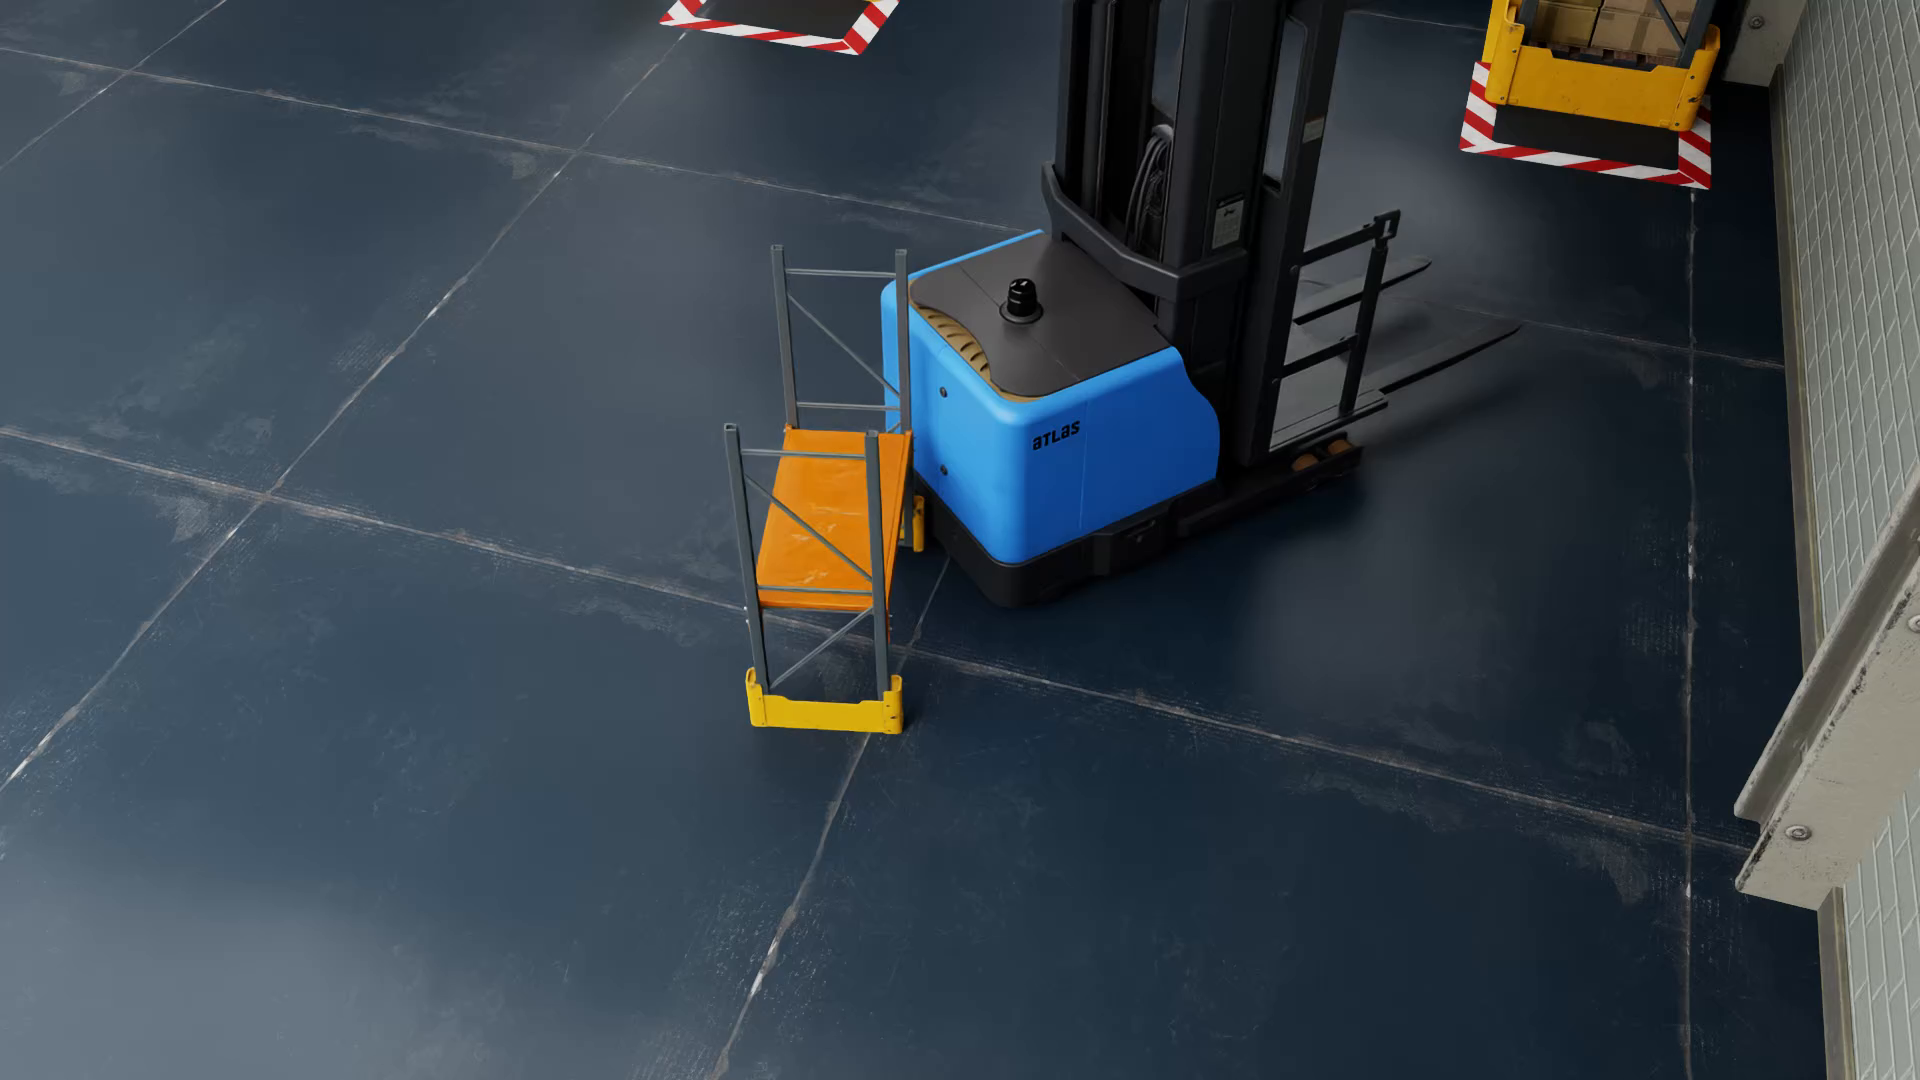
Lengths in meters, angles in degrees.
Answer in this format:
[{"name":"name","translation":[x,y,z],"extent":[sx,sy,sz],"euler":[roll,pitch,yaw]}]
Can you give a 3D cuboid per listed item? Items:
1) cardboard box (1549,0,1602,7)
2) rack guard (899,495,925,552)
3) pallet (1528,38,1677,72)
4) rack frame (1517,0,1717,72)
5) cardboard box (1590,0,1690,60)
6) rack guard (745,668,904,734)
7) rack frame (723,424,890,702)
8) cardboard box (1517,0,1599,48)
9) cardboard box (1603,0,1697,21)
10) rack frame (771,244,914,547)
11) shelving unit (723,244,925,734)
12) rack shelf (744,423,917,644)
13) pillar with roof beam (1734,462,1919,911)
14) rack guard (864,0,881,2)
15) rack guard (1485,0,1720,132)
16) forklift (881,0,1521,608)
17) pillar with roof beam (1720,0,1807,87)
[{"name":"cardboard box","translation":[3.548,-3.394,9.781],"extent":[0.500,0.250,0.500],"euler":[12,46,12]},{"name":"rack guard","translation":[-0.443,-0.080,7.052],"extent":[0.587,0.250,0.087],"euler":[3,44,3]},{"name":"pallet","translation":[3.890,-3.180,10.247],"extent":[1.003,0.211,1.213],"euler":[13,46,13]},{"name":"rack frame","translation":[3.698,-3.658,8.742],"extent":[1.000,3.000,0.127],"euler":[13,46,13]},{"name":"cardboard box","translation":[4.034,-3.111,9.849],"extent":[0.500,0.250,0.500],"euler":[13,46,13]},{"name":"rack guard","translation":[-0.513,0.614,6.342],"extent":[0.587,0.250,0.087],"euler":[3,44,3]},{"name":"rack frame","translation":[-0.514,0.181,5.891],"extent":[0.500,1.500,0.032],"euler":[3,44,3]},{"name":"cardboard box","translation":[3.540,-3.205,9.946],"extent":[0.500,0.250,0.500],"euler":[13,46,13]},{"name":"cardboard box","translation":[4.039,-3.273,9.658],"extent":[0.500,0.250,0.500],"euler":[13,46,13]},{"name":"rack frame","translation":[-0.443,-0.528,6.616],"extent":[0.500,1.500,0.032],"euler":[3,44,3]},{"name":"shelving unit","translation":[-0.478,-0.180,6.260],"extent":[0.587,1.500,1.083],"euler":[3,44,3]},{"name":"rack shelf","translation":[-0.479,-0.045,6.380],"extent":[0.538,0.185,1.000],"euler":[3,44,3]},{"name":"pillar with roof beam","translation":[-1.152,-2.988,3.768],"extent":[9.100,9.000,0.400],"euler":[13,46,13]},{"name":"rack guard","translation":[-1.010,-3.864,10.740],"extent":[1.175,0.500,0.348],"euler":[13,46,13]},{"name":"rack guard","translation":[3.691,-2.748,9.600],"extent":[1.175,0.500,0.348],"euler":[13,46,13]},{"name":"forklift","translation":[1.193,-1.556,6.643],"extent":[3.031,2.935,1.130],"euler":[-23,49,-22]},{"name":"pillar with roof beam","translation":[0.665,-6.987,7.855],"extent":[9.100,9.000,0.400],"euler":[13,46,13]}]
